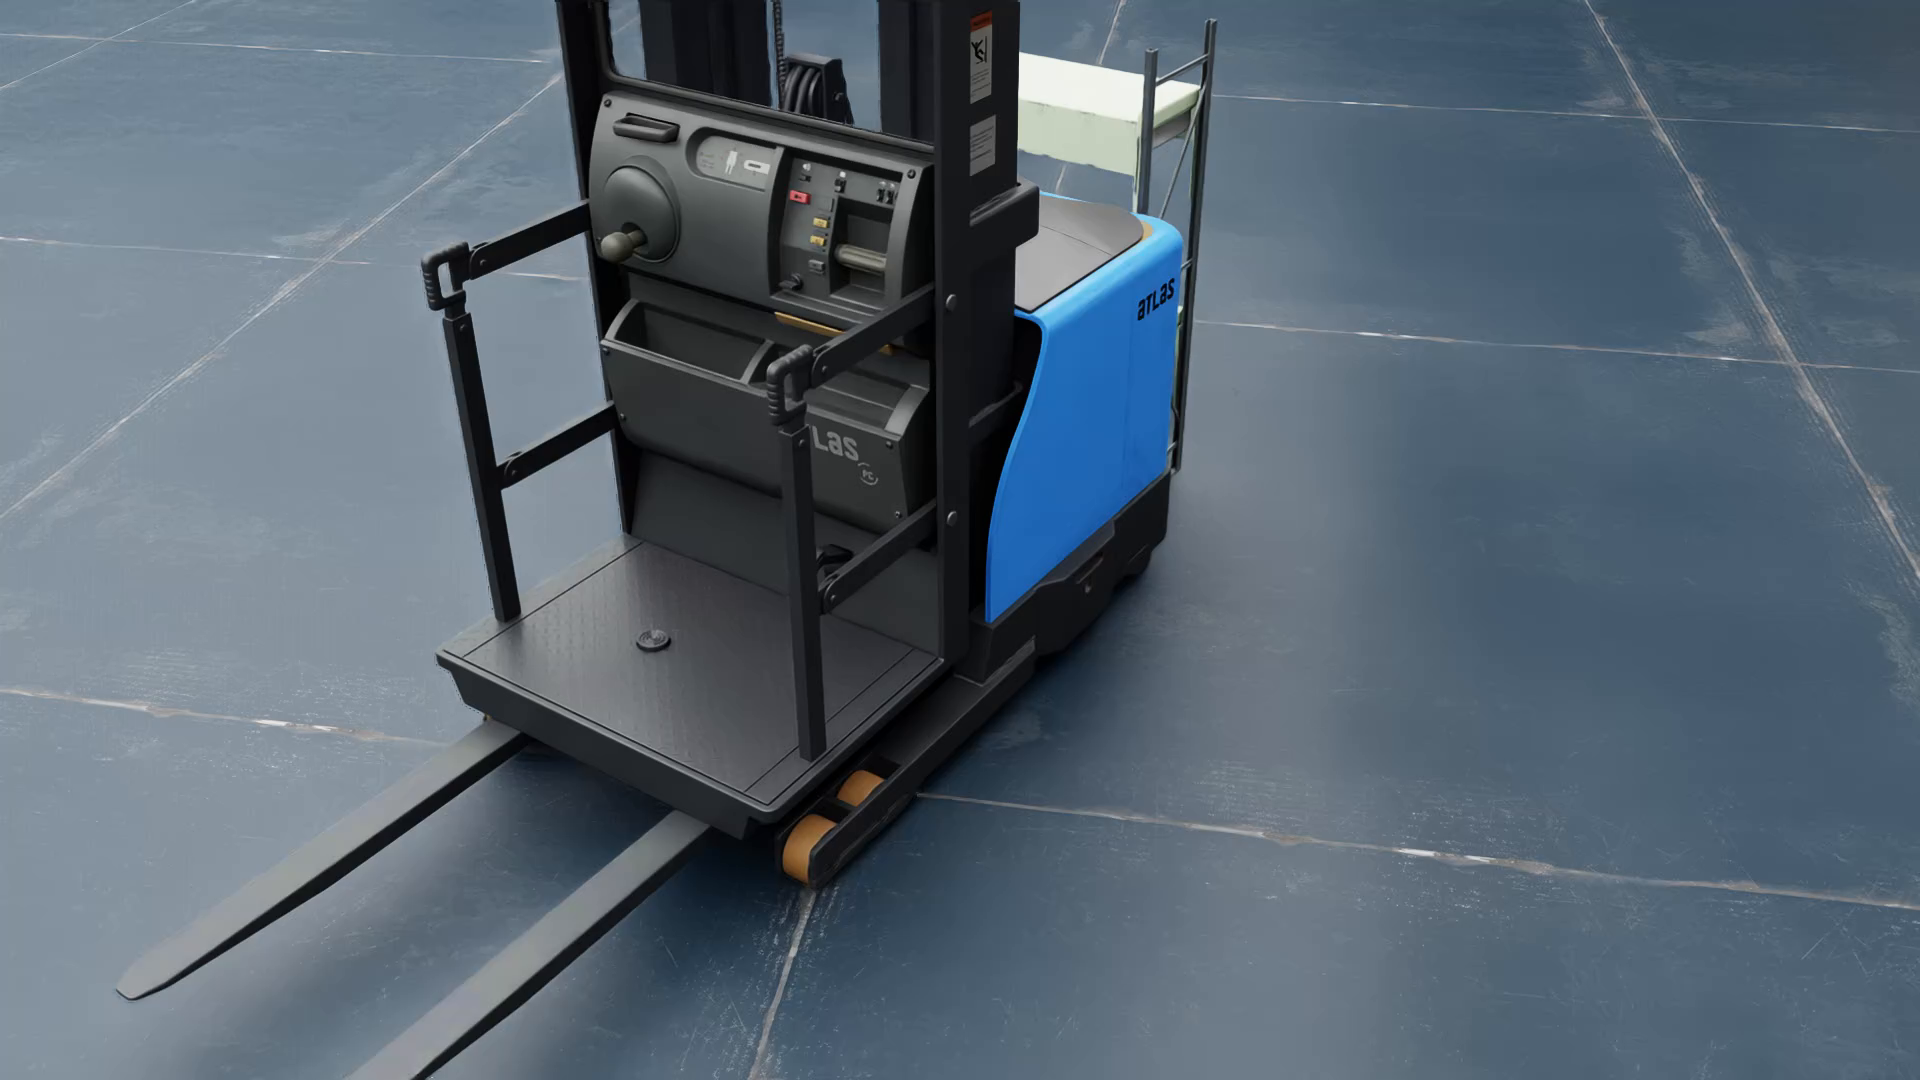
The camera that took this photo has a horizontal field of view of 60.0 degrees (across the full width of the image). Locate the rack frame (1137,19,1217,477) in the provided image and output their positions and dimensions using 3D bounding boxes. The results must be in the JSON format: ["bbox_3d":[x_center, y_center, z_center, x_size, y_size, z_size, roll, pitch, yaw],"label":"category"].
[{"bbox_3d":[0.630,-0.794,5.104,0.023,1.500,0.400,20,37,28],"label":"rack frame"}]

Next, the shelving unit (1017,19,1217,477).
[{"bbox_3d":[0.325,-0.902,5.277,0.755,1.500,0.431,20,37,28],"label":"shelving unit"}]

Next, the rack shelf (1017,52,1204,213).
[{"bbox_3d":[0.326,-1.233,5.070,0.720,0.370,0.431,20,37,28],"label":"rack shelf"}]

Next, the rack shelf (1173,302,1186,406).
[{"bbox_3d":[0.325,-0.625,5.450,0.720,0.370,0.431,20,37,28],"label":"rack shelf"}]

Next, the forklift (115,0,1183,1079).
[{"bbox_3d":[-0.599,-0.712,3.625,1.130,2.935,3.031,20,37,28],"label":"forklift"}]
